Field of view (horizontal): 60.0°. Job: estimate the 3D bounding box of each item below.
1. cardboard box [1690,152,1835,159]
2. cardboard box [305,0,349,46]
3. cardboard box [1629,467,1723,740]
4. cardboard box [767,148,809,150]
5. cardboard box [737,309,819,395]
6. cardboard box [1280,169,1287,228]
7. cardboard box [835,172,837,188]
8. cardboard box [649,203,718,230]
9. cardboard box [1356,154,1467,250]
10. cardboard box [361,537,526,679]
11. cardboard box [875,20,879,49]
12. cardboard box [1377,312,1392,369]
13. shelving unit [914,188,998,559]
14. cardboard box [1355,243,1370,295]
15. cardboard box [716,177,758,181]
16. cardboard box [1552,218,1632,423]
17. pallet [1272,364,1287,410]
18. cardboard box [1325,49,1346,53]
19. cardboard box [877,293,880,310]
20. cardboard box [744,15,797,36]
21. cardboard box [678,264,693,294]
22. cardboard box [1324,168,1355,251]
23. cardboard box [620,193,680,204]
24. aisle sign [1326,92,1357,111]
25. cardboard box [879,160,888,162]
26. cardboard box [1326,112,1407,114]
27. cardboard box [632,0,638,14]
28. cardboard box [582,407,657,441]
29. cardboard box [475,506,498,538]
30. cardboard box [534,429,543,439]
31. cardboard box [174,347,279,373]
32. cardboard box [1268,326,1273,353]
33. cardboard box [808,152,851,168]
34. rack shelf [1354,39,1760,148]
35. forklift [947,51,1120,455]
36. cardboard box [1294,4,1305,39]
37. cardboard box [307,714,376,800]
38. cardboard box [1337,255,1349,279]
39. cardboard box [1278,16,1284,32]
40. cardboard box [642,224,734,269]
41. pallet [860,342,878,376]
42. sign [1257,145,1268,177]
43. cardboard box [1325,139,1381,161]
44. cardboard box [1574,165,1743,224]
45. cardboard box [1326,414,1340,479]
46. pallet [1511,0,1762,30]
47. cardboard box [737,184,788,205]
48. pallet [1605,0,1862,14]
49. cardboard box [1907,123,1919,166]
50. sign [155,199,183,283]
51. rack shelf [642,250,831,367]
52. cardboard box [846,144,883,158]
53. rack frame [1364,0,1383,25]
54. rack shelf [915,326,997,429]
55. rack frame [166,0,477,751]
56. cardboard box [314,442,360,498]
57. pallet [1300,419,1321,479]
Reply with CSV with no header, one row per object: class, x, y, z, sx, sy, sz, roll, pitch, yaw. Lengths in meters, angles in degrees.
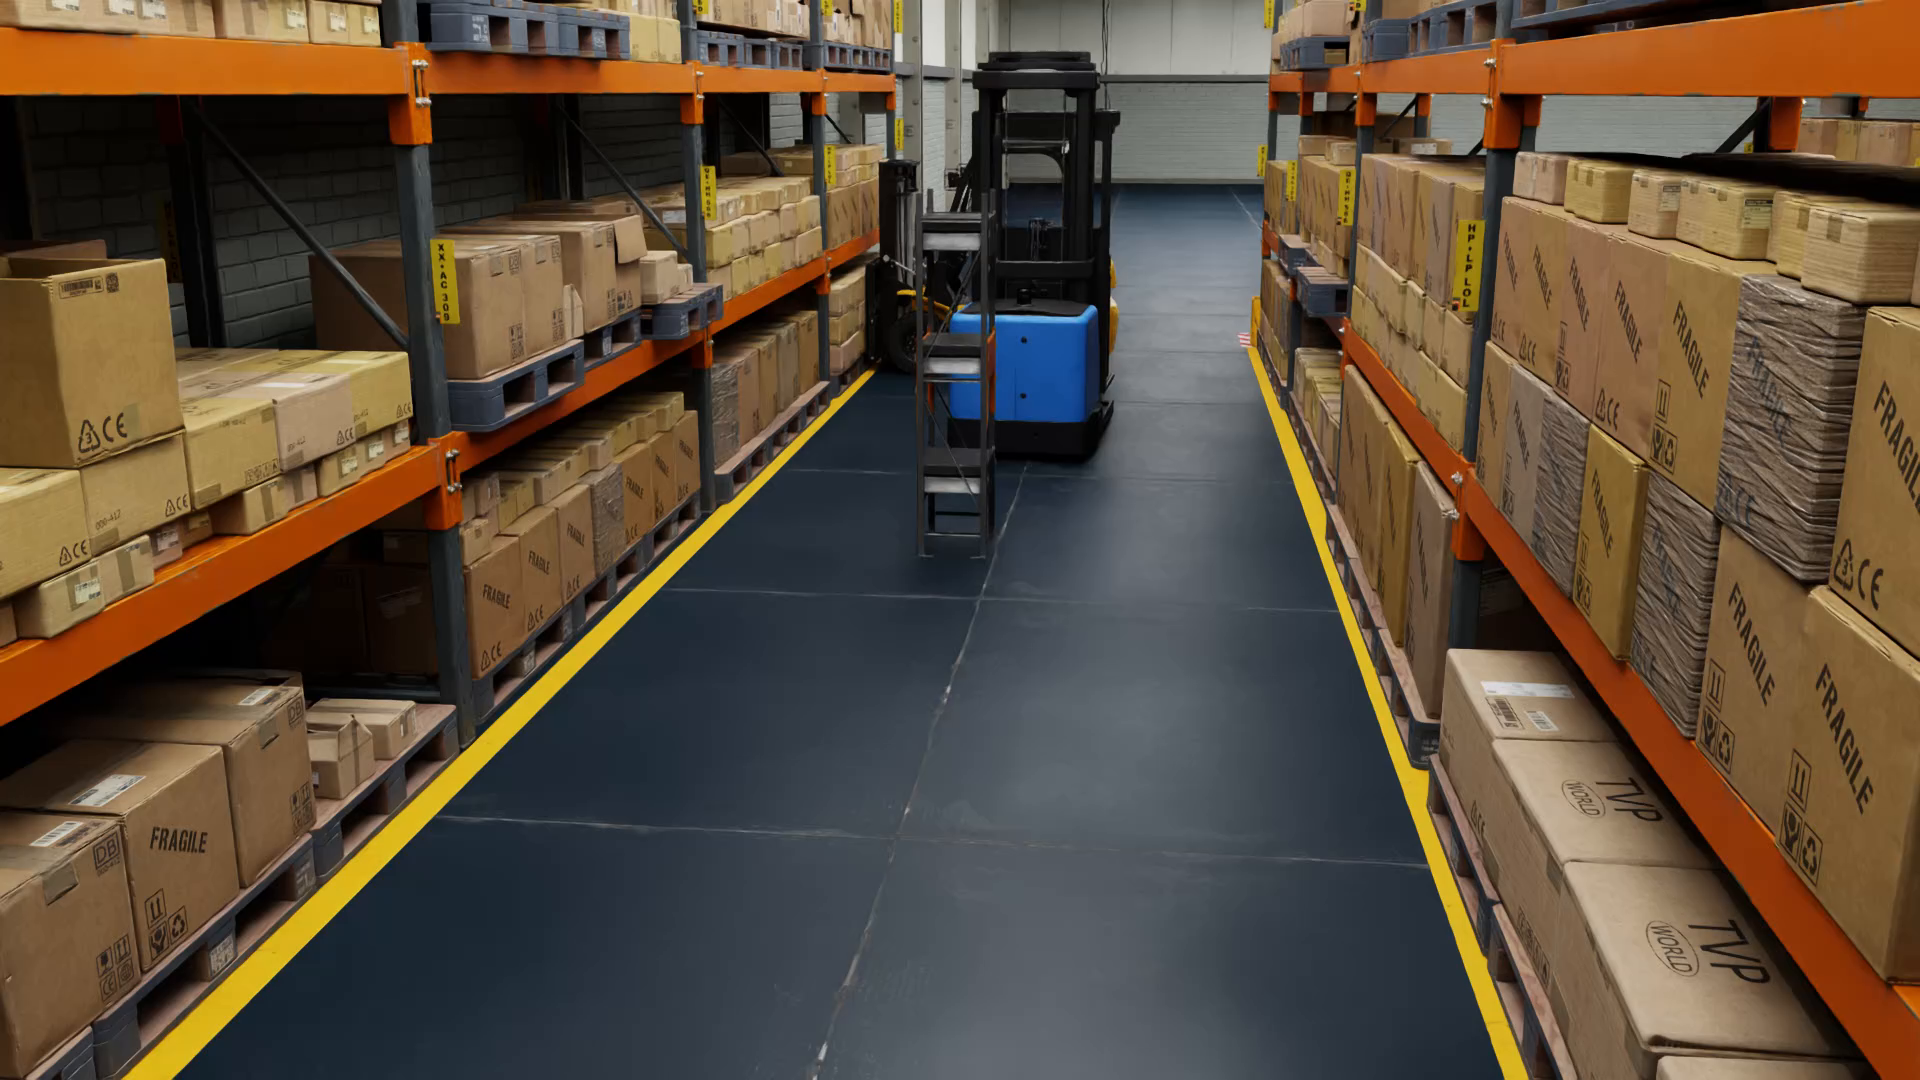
cardboard box,2.664,-1.212,5.547,0.380,0.149,0.250,1,15,5
cardboard box,-2.328,-1.764,5.672,0.380,0.149,0.250,2,15,6
cardboard box,1.842,0.136,3.722,0.500,0.500,0.500,2,15,8
cardboard box,-1.700,-3.805,16.483,0.380,0.149,0.250,1,15,5
cardboard box,-1.695,-1.598,14.070,0.875,0.625,0.625,2,15,9
cardboard box,3.194,-3.115,15.173,0.500,0.500,0.500,2,15,8
cardboard box,-1.321,-3.249,14.997,0.380,0.149,0.250,2,15,6
cardboard box,-1.770,-2.075,10.655,0.380,0.149,0.250,2,15,8
cardboard box,2.535,-1.905,9.352,0.500,0.500,0.500,1,15,4
cardboard box,-2.272,0.283,7.354,0.500,0.500,0.500,2,15,9
cardboard box,-1.016,-5.059,16.640,0.396,0.266,0.258,2,15,6
cardboard box,2.423,-1.033,8.523,0.500,0.250,0.500,2,15,8
shelving unit,-0.019,-0.971,9.729,0.431,2.100,0.503,2,15,6
cardboard box,2.531,-1.539,9.437,0.500,0.250,0.500,2,15,6
cardboard box,-1.900,-2.954,13.905,0.380,0.149,0.250,1,15,5
cardboard box,1.956,-0.608,4.558,0.500,0.500,0.500,2,15,7
pallet,3.326,-1.361,14.791,1.003,0.211,1.213,2,15,6
cardboard box,3.068,-4.174,13.823,0.500,0.250,0.500,2,15,6
cardboard box,-1.045,-2.432,16.913,0.500,0.250,0.500,1,15,5
cardboard box,-1.470,-3.961,12.802,0.380,0.149,0.250,2,15,6
cardboard box,-1.791,-1.539,9.785,0.380,0.149,0.250,2,15,7
cardboard box,2.656,-2.150,10.799,0.500,0.500,0.500,1,15,5
cardboard box,-2.189,-2.359,11.706,0.380,0.149,0.250,2,15,6
aisle sign,4.032,-4.832,17.304,0.394,0.787,0.004,2,15,6
cardboard box,-0.956,-3.911,17.444,0.380,0.149,0.250,2,15,7
cardboard box,3.876,-3.839,15.934,0.700,0.500,0.500,2,15,6
cardboard box,-2.003,-2.975,9.193,0.380,0.149,0.250,2,15,8
cardboard box,-1.976,-0.675,9.652,0.380,0.149,0.250,1,15,4
cardboard box,-2.291,-0.071,7.419,0.380,0.149,0.250,1,15,5
cardboard box,-2.595,-0.620,9.450,0.380,0.149,0.250,1,15,4
cardboard box,-2.874,-0.553,6.178,0.500,0.250,0.500,2,15,6
cardboard box,3.257,-1.970,16.163,0.500,0.250,0.500,3,15,10
cardboard box,-1.223,-3.525,15.447,0.380,0.149,0.250,1,15,5
rack shelf,2.608,-2.076,7.726,1.077,0.370,4.000,2,15,6
forklift,0.679,-2.379,13.345,1.130,2.935,3.031,3,15,10
cardboard box,2.765,-3.839,12.349,0.500,0.250,0.500,1,15,6
cardboard box,-2.361,0.761,6.036,0.396,0.266,0.258,2,15,8
cardboard box,2.595,-1.740,10.525,0.380,0.149,0.250,2,15,7
cardboard box,3.289,-5.003,16.125,0.380,0.149,0.250,2,15,6
cardboard box,-1.781,-1.916,10.830,0.500,0.250,0.500,2,15,6
pallet,-1.381,-1.853,16.612,1.003,0.211,1.213,2,15,6
sign,3.197,-4.003,17.562,0.100,0.325,0.005,2,15,6
cardboard box,2.860,-2.843,12.122,0.380,0.149,0.250,3,15,9
cardboard box,1.941,-0.962,4.622,0.380,0.149,0.250,1,15,5
cardboard box,2.908,-0.575,10.771,0.950,0.372,0.625,1,15,2
pallet,2.280,-1.650,4.942,1.003,0.211,1.213,2,15,6
cardboard box,-1.546,-2.676,12.877,0.380,0.149,0.250,1,15,5
pallet,2.140,-1.335,3.775,1.003,0.211,1.213,2,15,6
cardboard box,8.291,-3.101,13.526,0.875,0.550,0.550,2,15,6
sign,-3.102,-1.177,6.549,0.100,0.325,0.005,2,15,6
rack shelf,-1.873,-1.811,12.492,1.077,0.370,4.000,2,15,6
cardboard box,-1.027,-4.120,17.650,0.380,0.149,0.250,2,15,6
rack frame,2.834,-4.390,9.159,1.000,3.000,0.127,2,15,6
rack shelf,-0.019,-0.957,9.733,0.431,0.518,0.480,2,15,6
rack frame,-2.550,-0.602,6.643,1.000,3.000,0.127,2,15,6
cardboard box,-2.348,-0.255,5.838,0.380,0.149,0.250,2,15,8
pallet,3.064,-0.667,12.223,1.003,0.211,1.213,2,15,6
